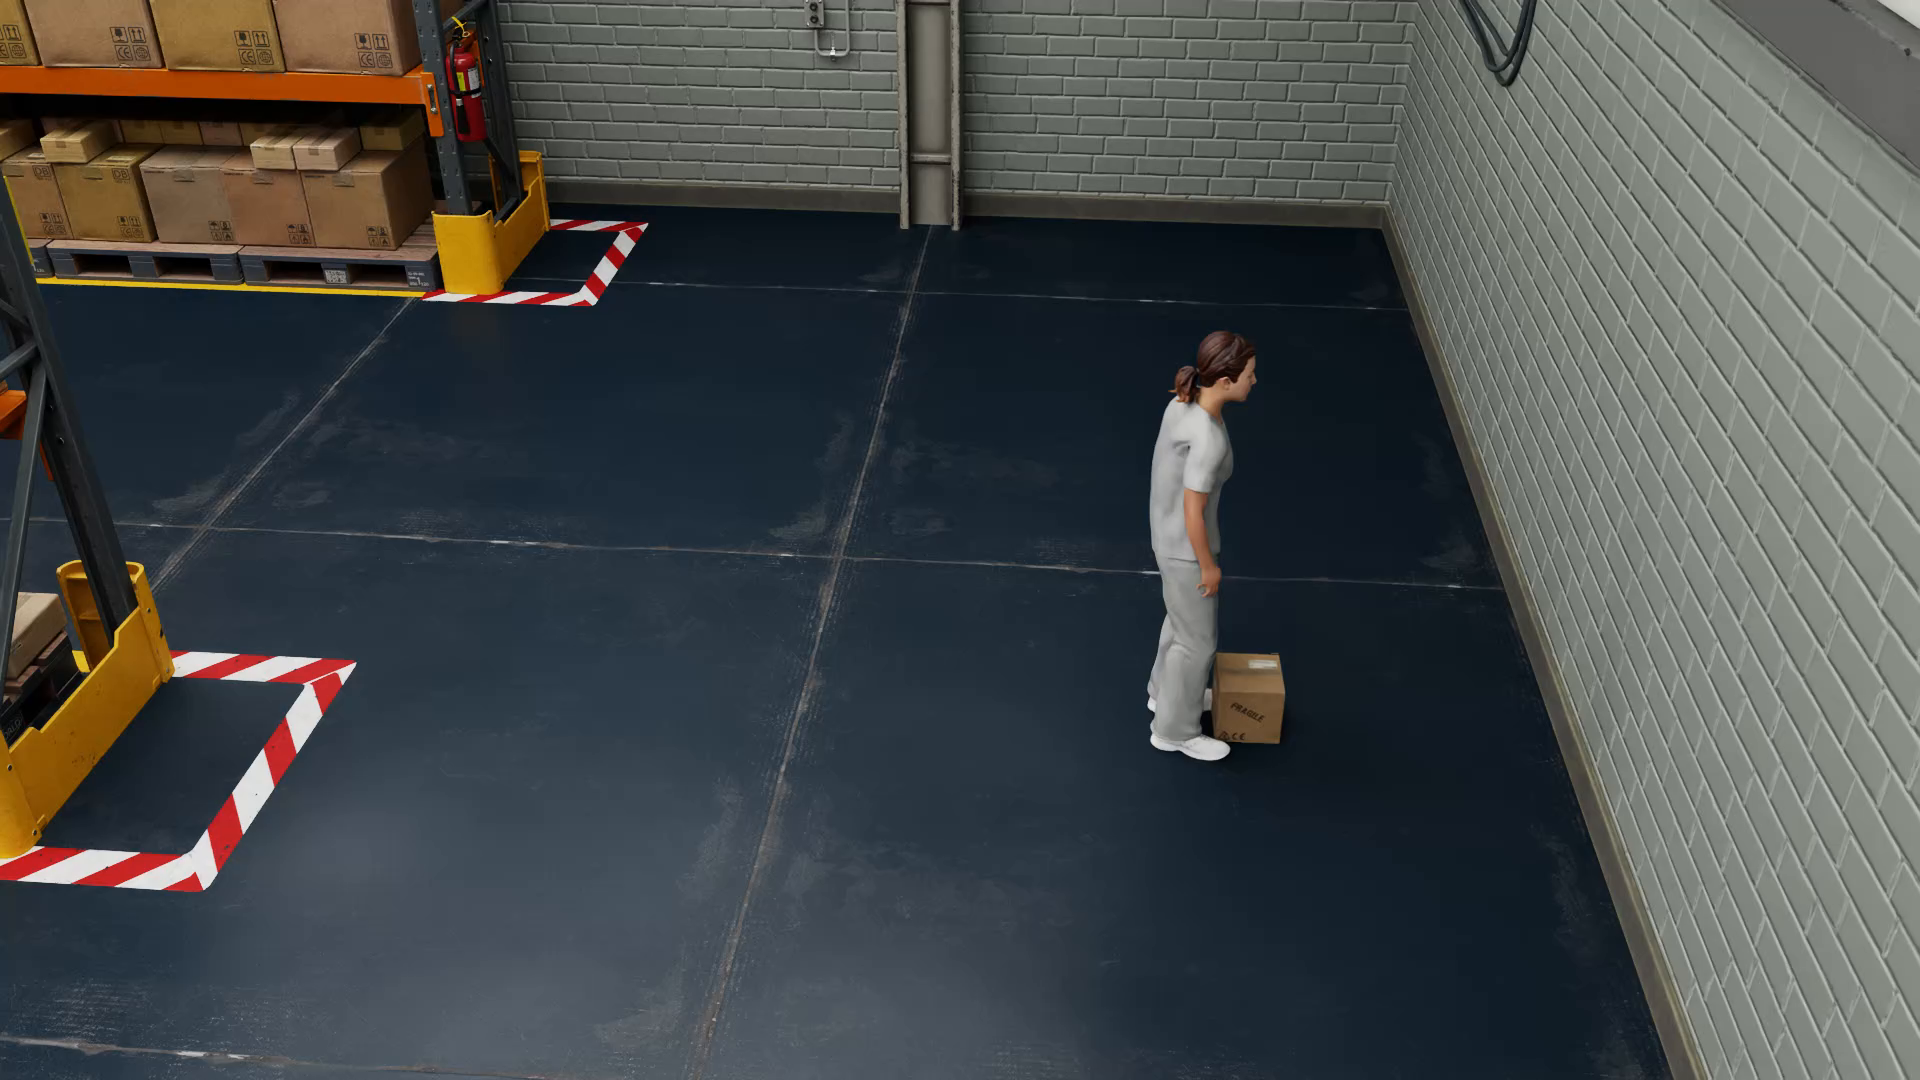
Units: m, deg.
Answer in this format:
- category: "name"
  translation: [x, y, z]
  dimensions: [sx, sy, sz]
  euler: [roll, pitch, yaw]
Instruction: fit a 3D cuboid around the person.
- category: "person"
  translation: [0.871, 0.010, 6.122]
  dimensions: [0.361, 1.672, 0.491]
  euler: [1, 32, 2]
